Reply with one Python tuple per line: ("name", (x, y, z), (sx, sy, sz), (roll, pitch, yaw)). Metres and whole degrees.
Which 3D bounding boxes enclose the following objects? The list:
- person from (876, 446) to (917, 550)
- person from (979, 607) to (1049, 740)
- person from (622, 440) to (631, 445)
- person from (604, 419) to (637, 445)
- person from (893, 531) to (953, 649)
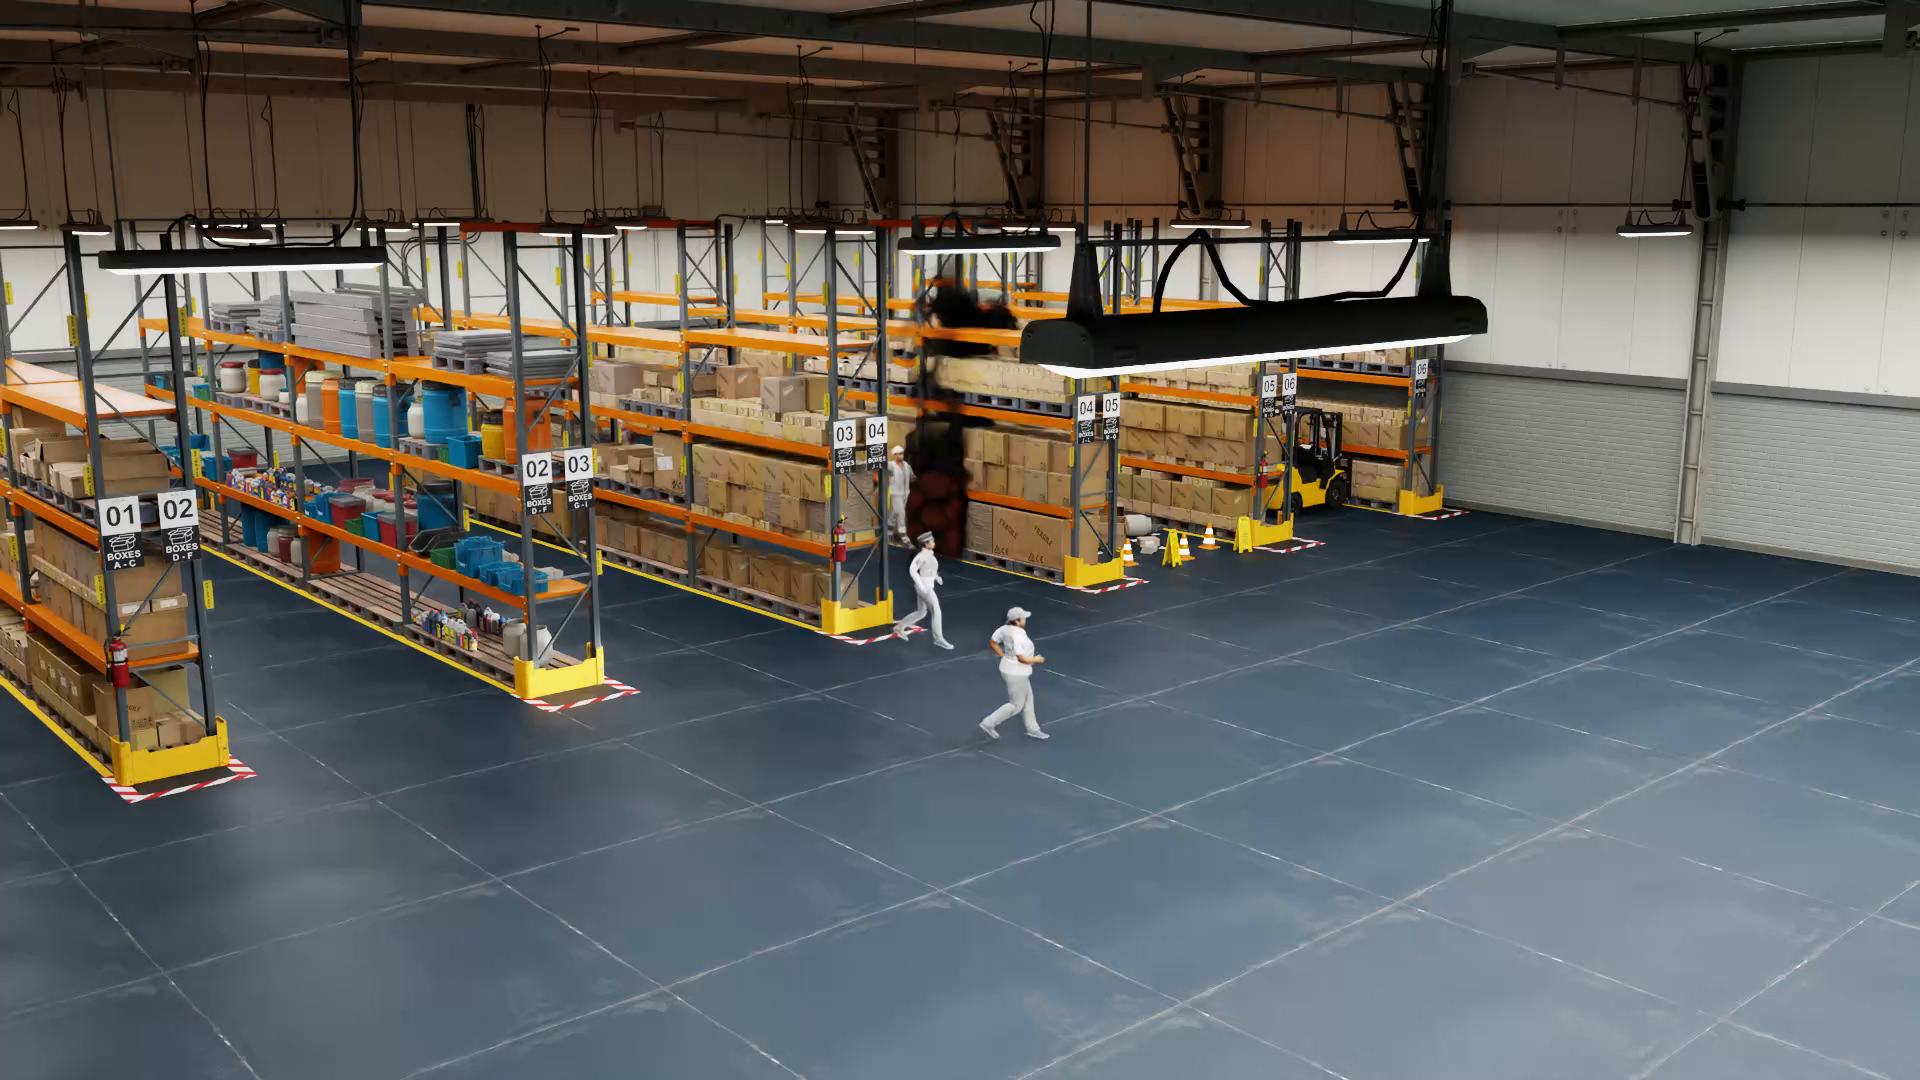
("person", (-1.065, -0.769, 29.535), (0.909, 1.811, 0.658), (10, 15, 41))
("person", (0.647, 1.612, 19.725), (0.931, 1.676, 0.619), (-4, 12, -18))
("person", (-6.738, -1.209, 33.728), (0.851, 1.649, 0.579), (10, 15, 40))
("person", (-7.325, -1.781, 36.278), (0.691, 1.747, 0.645), (-8, 14, -36))
("person", (-0.536, 0.709, 23.866), (0.882, 1.709, 0.636), (0, 11, 1))
